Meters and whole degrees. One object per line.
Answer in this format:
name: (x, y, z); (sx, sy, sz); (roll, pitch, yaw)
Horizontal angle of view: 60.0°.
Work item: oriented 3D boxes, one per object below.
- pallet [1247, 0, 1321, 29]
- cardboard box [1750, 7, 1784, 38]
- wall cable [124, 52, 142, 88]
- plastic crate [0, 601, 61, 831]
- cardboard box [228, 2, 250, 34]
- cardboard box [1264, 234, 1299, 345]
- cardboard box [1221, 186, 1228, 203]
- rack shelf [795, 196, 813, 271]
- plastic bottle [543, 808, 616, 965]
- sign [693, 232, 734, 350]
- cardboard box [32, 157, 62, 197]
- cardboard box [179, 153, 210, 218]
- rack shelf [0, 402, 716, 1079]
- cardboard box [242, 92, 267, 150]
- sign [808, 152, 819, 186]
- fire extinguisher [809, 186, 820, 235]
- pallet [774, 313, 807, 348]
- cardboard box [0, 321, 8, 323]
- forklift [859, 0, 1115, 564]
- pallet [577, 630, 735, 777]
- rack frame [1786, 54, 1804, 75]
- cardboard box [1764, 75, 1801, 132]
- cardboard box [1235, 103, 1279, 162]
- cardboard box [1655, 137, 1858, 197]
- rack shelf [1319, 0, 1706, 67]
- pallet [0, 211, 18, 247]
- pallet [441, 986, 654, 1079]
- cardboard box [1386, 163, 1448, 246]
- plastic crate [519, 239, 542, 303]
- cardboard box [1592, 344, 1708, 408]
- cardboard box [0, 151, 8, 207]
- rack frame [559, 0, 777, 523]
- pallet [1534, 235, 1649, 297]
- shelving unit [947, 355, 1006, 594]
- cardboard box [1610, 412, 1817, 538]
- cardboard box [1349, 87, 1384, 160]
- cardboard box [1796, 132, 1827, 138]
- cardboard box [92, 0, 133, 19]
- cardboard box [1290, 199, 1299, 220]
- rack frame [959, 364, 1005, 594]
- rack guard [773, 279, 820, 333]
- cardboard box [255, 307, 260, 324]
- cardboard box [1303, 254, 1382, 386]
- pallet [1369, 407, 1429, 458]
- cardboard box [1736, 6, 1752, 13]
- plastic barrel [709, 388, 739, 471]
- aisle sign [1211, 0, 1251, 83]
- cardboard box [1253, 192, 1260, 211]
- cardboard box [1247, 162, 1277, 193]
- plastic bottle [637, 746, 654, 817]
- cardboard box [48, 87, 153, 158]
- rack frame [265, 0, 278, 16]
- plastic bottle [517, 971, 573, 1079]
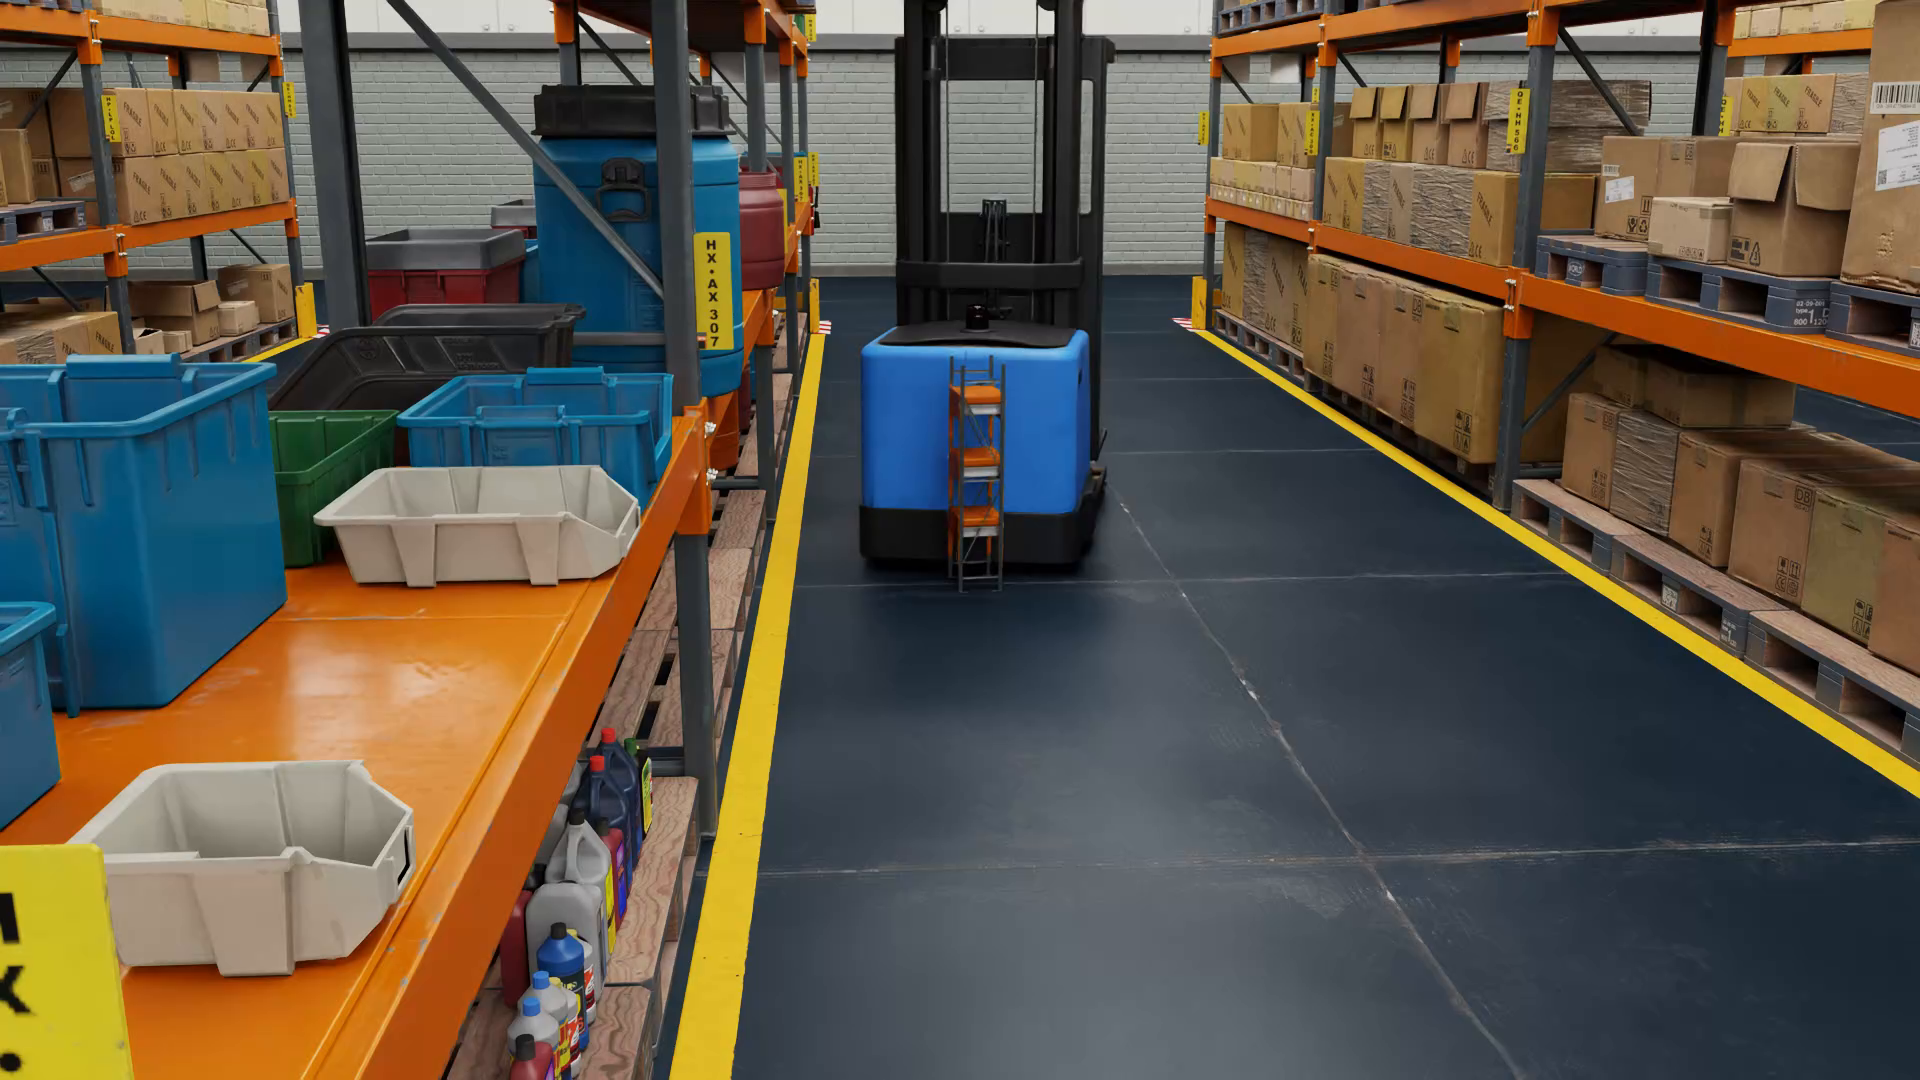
pallet: (3.096, -4.538, 14.302); (1.003, 0.211, 1.213); (-1, 14, -3)
cardboard box: (7.718, -4.802, 15.450); (0.500, 0.250, 0.500); (0, 14, -2)
wall cable: (-11.864, -6.201, 20.800); (3.097, 2.526, 0.112); (-1, 14, -3)
plastic crate: (-1.356, 0.229, 1.913); (0.499, 0.251, 0.408); (-1, 14, -3)
cardboard box: (-6.612, -4.597, 14.653); (0.500, 0.250, 0.500); (-1, 14, -3)
cardboard box: (3.192, -2.186, 14.422); (0.875, 0.875, 0.875); (-1, 14, -3)
cardboard box: (2.687, -3.274, 15.736); (0.380, 0.149, 0.250); (-1, 14, -5)
rack shelf: (-1.859, -2.694, 14.423); (1.077, 0.370, 4.000); (-1, 14, -3)
plastic bottle: (-0.880, 0.798, 3.839); (0.144, 0.351, 0.185); (-1, 14, -4)
sign: (-0.689, -0.696, 4.655); (0.100, 0.325, 0.005); (-1, 14, -3)
cardboard box: (-6.966, -2.639, 12.562); (0.500, 0.500, 0.500); (-1, 14, -3)
cardboard box: (-6.502, -2.901, 13.581); (0.500, 0.500, 0.500); (-1, 14, -4)
rack shelf: (-1.115, 0.290, 2.823); (1.077, 0.370, 4.000); (-1, 14, -3)
cardboard box: (-6.593, -3.765, 14.934); (0.500, 0.500, 0.500); (0, 14, -2)
sign: (-1.435, -3.632, 16.295); (0.100, 0.325, 0.005); (-1, 14, -3)
fire extinguisher: (-1.538, -3.367, 16.495); (0.296, 0.674, 0.183); (-1, 14, -3)
pallet: (-1.970, -1.984, 15.814); (1.003, 0.211, 1.213); (-1, 14, -3)
cardboard box: (-6.848, -1.216, 11.366); (0.500, 0.500, 0.500); (-1, 14, -3)
forklift: (0.244, -1.625, 8.959); (1.130, 2.935, 3.031); (2, 15, 8)
pallet: (-1.327, 0.600, 5.771); (1.003, 0.211, 1.213); (-1, 14, -3)
rack frame: (7.917, -3.668, 16.763); (1.000, 3.000, 0.127); (-1, 14, -3)
cardboard box: (7.728, -3.974, 15.148); (0.500, 0.500, 0.500); (-1, 14, -5)
cardboard box: (2.790, -3.675, 14.988); (0.500, 0.500, 0.500); (-1, 14, -5)
cardboard box: (3.664, -1.608, 7.713); (0.700, 0.500, 0.500); (1, 14, 5)
rack shelf: (3.333, -3.229, 10.480); (1.077, 0.370, 4.000); (-1, 14, -3)
pallet: (-6.556, -1.866, 10.143); (1.003, 0.211, 1.213); (-1, 14, -3)
pallet: (-1.161, 1.266, 3.181); (1.003, 0.211, 1.213); (-1, 14, -3)
cardboard box: (3.088, -2.174, 10.756); (0.500, 0.500, 0.500); (-1, 14, -2)
plastic crate: (-1.618, -0.818, 5.717); (0.392, 0.384, 0.575); (-1, 14, -3)
cardboard box: (3.528, -0.827, 8.348); (0.500, 0.250, 0.500); (0, 14, -1)
cardboard box: (-6.767, -2.430, 10.909); (0.700, 0.500, 0.500); (1, 14, 5)
rack frame: (-1.487, -1.551, 8.533); (1.000, 3.000, 0.127); (-1, 14, -3)
pallet: (3.607, -1.359, 8.172); (1.213, 0.211, 1.003); (-1, 14, -3)
shelving unit: (0.072, -0.298, 7.563); (0.215, 1.050, 0.252); (-3, 16, -11)
cardboard box: (3.565, -0.326, 7.905); (0.700, 0.500, 0.500); (-2, 15, -8)
cardboard box: (3.256, -2.997, 11.943); (0.797, 0.503, 0.637); (-1, 14, -5)
cardboard box: (7.784, -3.363, 14.781); (0.500, 0.500, 0.500); (-1, 14, -5)
cardboard box: (-6.462, -3.975, 12.236); (0.500, 0.250, 0.500); (-1, 14, -3)
cardboard box: (2.847, -2.635, 13.253); (0.380, 0.149, 0.250); (-1, 14, -2)
rack frame: (0.097, -0.265, 7.448); (0.200, 1.050, 0.008); (-3, 16, -11)
rack guard: (-1.997, -2.335, 16.600); (1.175, 0.500, 0.348); (-1, 14, -3)
cardboard box: (-6.712, -2.072, 15.363); (0.380, 0.166, 0.250); (-1, 14, -3)
cardboard box: (3.268, -1.637, 12.292); (1.225, 0.875, 0.875); (-1, 14, -3)
pallet: (3.410, -0.777, 11.121); (1.003, 0.211, 1.213); (-1, 14, -3)
cardboard box: (7.686, -5.175, 15.896); (0.500, 0.250, 0.500); (-1, 14, -3)
plastic barrel: (-1.534, -0.824, 9.223); (0.600, 0.830, 0.708); (-1, 14, -3)
aisle sign: (2.657, -4.889, 16.291); (0.394, 0.787, 0.004); (-1, 14, -3)
cardboard box: (2.768, -2.954, 14.492); (0.380, 0.149, 0.250); (-1, 14, -3)
cardboard box: (2.825, -3.181, 14.573); (0.500, 0.250, 0.500); (-1, 14, -5)
plastic bottle: (-0.906, 0.672, 4.629); (0.097, 0.201, 0.097); (0, 14, 0)
cardboard box: (-6.427, -3.124, 12.442); (0.500, 0.500, 0.500); (-1, 14, -2)
rack frame: (-6.927, -6.370, 15.225); (1.000, 3.000, 0.127); (-1, 14, -3)
plastic bottle: (-0.820, 0.981, 3.285); (0.097, 0.271, 0.097); (0, 14, 0)
